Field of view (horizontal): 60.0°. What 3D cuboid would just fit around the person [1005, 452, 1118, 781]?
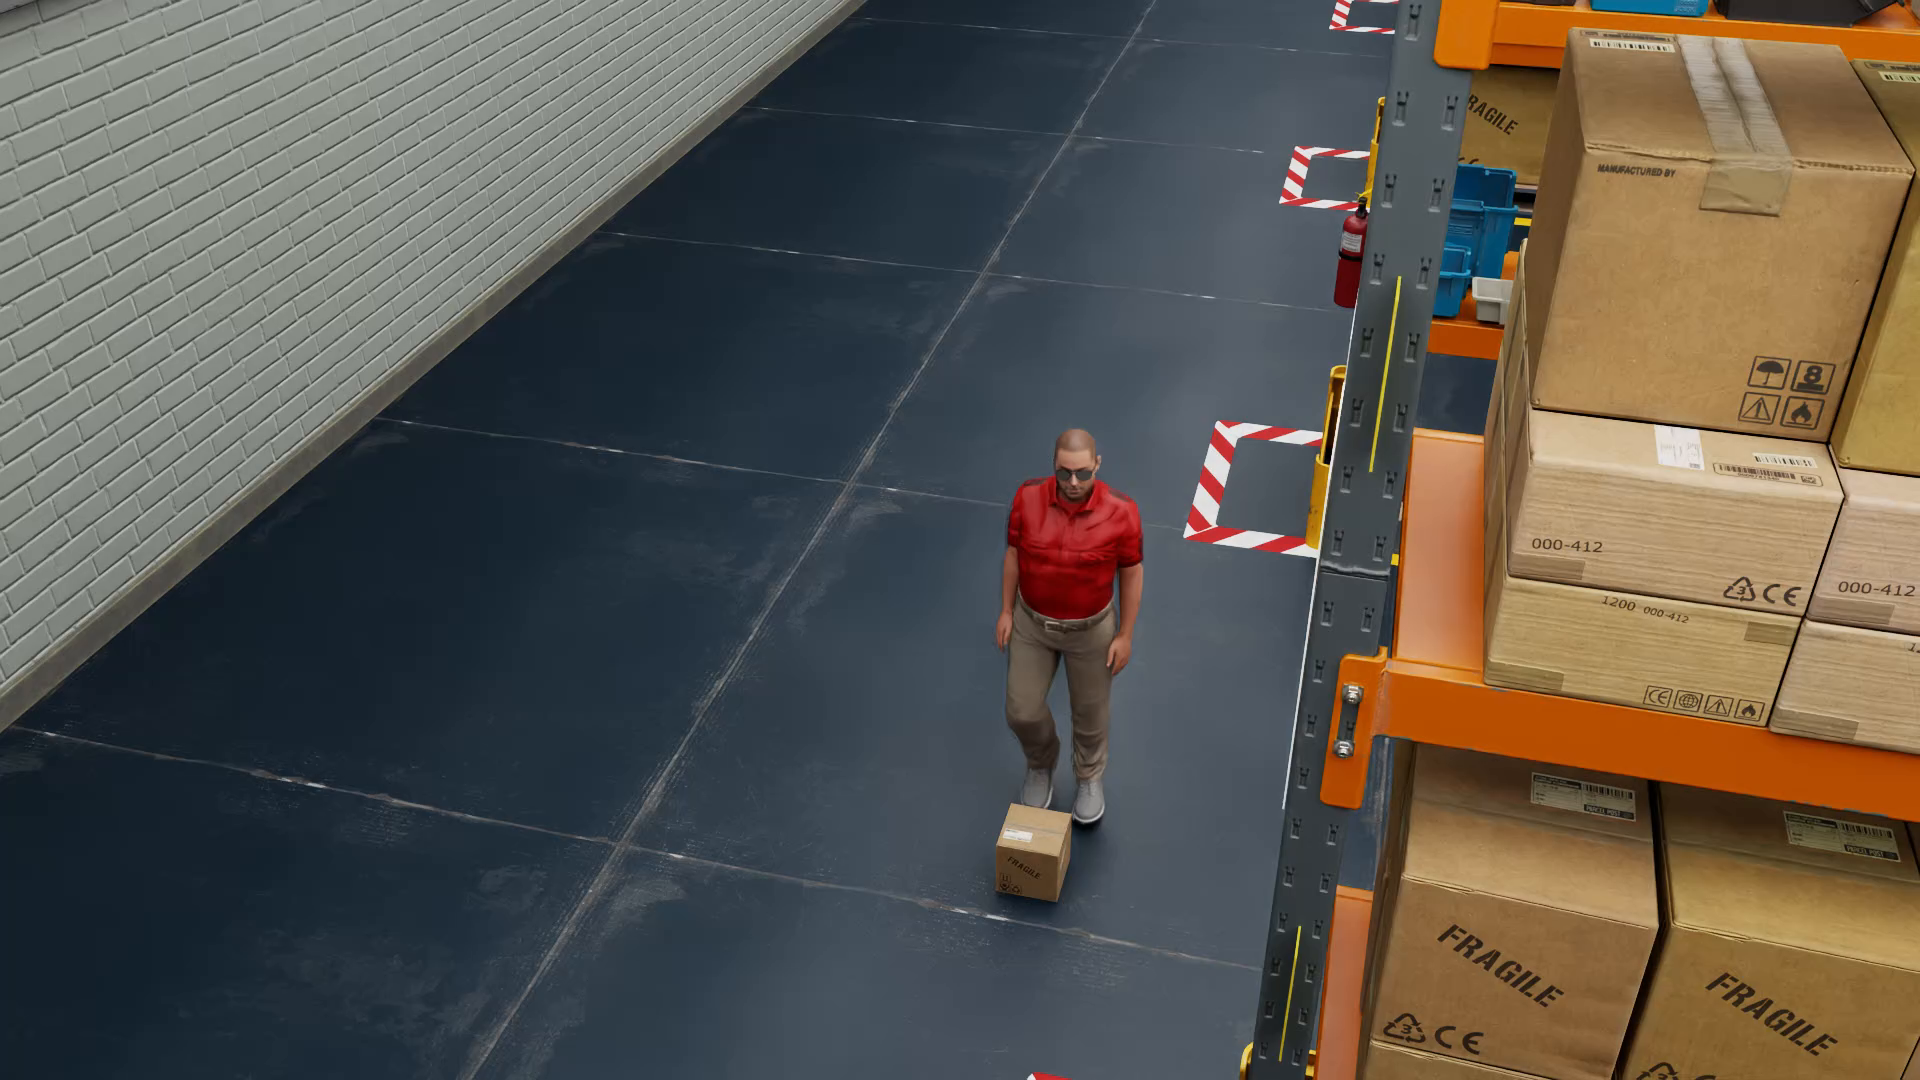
[{"bbox_3d":[0.414,0.352,6.581,0.425,1.554,0.370,8,33,12],"label":"person"}]
